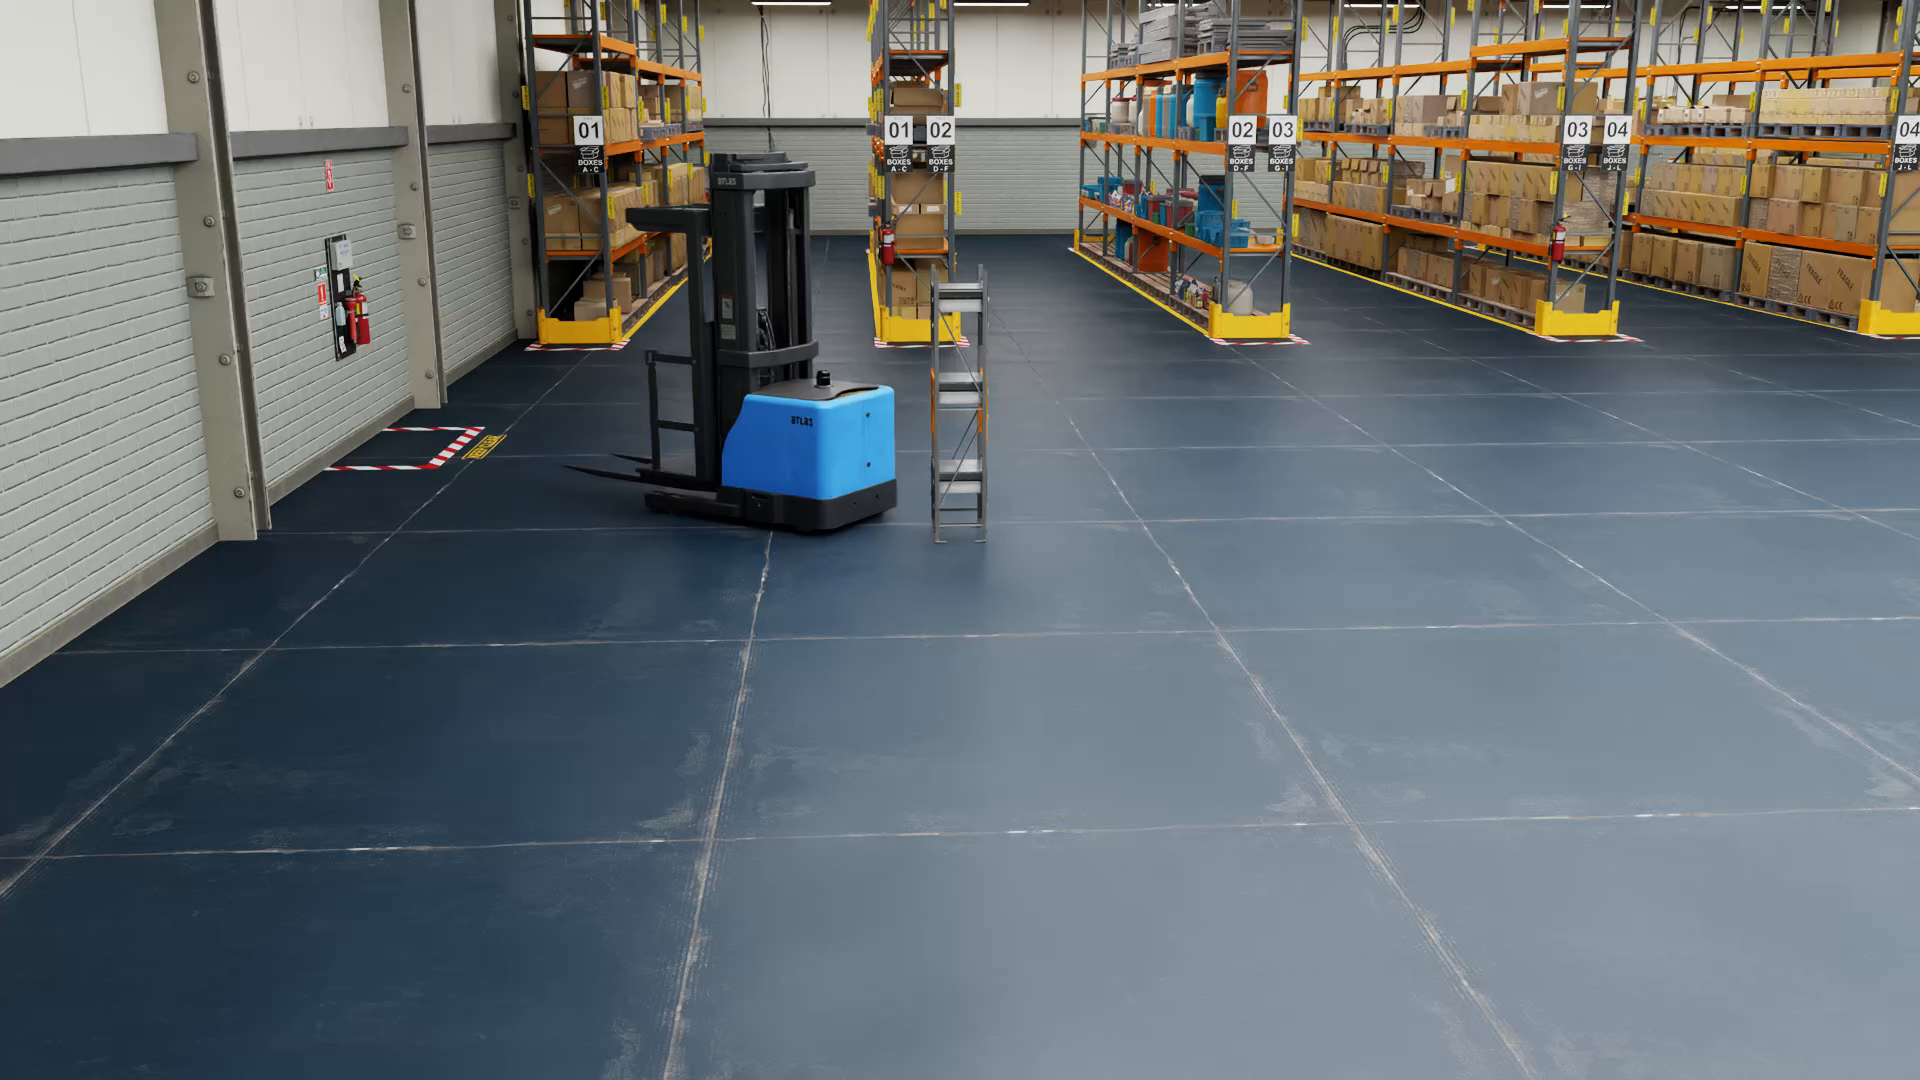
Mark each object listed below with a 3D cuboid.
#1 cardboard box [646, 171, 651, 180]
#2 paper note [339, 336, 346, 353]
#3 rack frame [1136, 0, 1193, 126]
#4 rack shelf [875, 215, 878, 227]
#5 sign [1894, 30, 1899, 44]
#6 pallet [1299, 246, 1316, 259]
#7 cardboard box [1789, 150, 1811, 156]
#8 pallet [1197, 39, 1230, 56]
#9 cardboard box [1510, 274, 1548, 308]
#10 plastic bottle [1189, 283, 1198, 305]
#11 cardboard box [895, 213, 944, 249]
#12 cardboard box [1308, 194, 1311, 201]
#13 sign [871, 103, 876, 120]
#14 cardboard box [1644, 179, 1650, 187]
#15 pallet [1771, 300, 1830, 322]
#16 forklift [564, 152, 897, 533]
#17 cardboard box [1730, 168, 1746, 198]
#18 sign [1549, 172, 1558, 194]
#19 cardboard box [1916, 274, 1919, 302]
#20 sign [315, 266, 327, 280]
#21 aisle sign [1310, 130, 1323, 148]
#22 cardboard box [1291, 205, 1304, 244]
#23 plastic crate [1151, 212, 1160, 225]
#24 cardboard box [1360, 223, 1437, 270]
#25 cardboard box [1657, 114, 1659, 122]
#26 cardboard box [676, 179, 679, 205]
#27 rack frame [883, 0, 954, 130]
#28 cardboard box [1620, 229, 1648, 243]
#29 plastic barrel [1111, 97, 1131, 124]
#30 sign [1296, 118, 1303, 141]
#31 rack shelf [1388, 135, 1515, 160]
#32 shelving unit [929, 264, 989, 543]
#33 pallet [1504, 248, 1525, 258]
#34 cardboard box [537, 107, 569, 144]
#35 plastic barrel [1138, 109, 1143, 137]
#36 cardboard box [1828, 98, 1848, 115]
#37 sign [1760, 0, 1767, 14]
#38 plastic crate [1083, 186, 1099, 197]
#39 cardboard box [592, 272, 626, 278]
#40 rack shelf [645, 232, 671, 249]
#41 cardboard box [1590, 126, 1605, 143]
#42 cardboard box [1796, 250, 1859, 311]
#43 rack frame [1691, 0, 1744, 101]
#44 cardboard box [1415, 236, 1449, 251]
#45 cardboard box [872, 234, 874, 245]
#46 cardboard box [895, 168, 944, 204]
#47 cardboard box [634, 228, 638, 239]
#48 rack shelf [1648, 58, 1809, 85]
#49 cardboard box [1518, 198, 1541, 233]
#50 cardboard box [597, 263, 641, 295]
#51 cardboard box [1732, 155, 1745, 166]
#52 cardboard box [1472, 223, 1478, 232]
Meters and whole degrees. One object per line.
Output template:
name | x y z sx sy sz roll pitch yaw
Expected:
cardboard box | -5.971 -6.803 31.063 0.380 0.149 0.250 -3 15 -11
paper note | -6.005 -1.905 16.178 0.016 0.148 0.142 -1 14 -3
rack frame | 3.865 -9.371 31.389 1.000 3.000 0.127 -1 14 -3
rack shelf | -1.203 -6.539 33.866 1.077 0.370 4.000 -1 14 -3
sign | 22.616 -12.150 40.157 0.100 0.325 0.005 -1 14 -3
pallet | 8.513 -6.681 38.570 1.003 0.211 1.213 -1 14 -3
cardboard box | 18.691 -8.619 36.998 0.380 0.149 0.250 -1 14 -4
pallet | 4.271 -7.583 25.619 1.003 0.211 1.213 -1 14 -3
cardboard box | 9.191 -4.005 26.747 0.500 0.500 0.500 0 14 2
plastic bottle | 3.798 -3.995 26.967 0.144 0.351 0.185 0 14 -1
cardboard box | -0.599 -4.565 24.550 0.700 0.500 0.500 -1 14 -3
cardboard box | 8.135 -7.806 37.849 0.380 0.149 0.250 -1 14 -4
sign | -1.621 -8.086 31.375 0.100 0.325 0.005 -1 14 -3
cardboard box | 13.911 -7.148 33.257 0.380 0.149 0.250 -1 14 -5
pallet | 14.061 -3.754 27.193 1.003 0.211 1.213 -1 14 -3
forklift | -2.045 -1.731 13.873 3.031 2.935 1.130 9 17 31
cardboard box | 13.977 -6.255 29.110 0.700 0.500 0.500 -1 14 -4
sign | 8.749 -5.263 24.504 0.100 0.325 0.005 -1 14 -3
cardboard box | 16.493 -4.193 28.039 0.797 0.637 0.503 -1 14 -3
sign | -6.007 -2.513 15.638 0.001 0.109 0.331 -1 14 -3
aisle sign | 8.608 -9.813 39.930 0.394 0.787 0.004 -1 14 -3
cardboard box | 8.433 -7.548 39.765 0.875 0.875 0.875 -1 14 -3
plastic crate | 3.723 -5.797 29.963 0.450 0.188 0.662 -1 14 -3
cardboard box | 8.787 -5.889 33.315 1.225 0.875 0.875 -2 15 -6
cardboard box | 13.626 -8.091 31.894 0.380 0.149 0.250 -1 15 -6
cardboard box | -5.850 -6.894 32.962 0.500 0.500 0.500 -1 14 -4
rack frame | -0.583 -7.306 23.363 1.000 3.000 0.127 -1 14 -3
cardboard box | 13.461 -6.116 33.445 0.500 0.250 0.500 -1 14 -5
plastic barrel | 3.400 -9.048 35.036 0.433 0.535 0.433 0 14 0
sign | 4.910 -5.941 24.058 0.100 0.325 0.005 -1 14 -3
rack shelf | 8.933 -7.149 30.217 1.077 0.370 4.000 -1 14 -3
shelving unit | -0.010 -1.058 12.925 0.431 2.100 0.503 -1 14 -3
pallet | 13.362 -6.709 38.677 1.003 0.211 1.213 -1 14 -3
cardboard box | -5.806 -5.934 23.809 0.500 0.500 0.500 0 14 1
plastic barrel | 3.579 -7.891 31.431 0.421 0.512 0.421 0 14 0
cardboard box | 13.891 -6.747 25.869 0.500 0.250 0.500 -1 14 -4
sign | 13.472 -8.984 27.850 0.100 0.325 0.005 -1 14 -3
plastic crate | 3.097 -8.173 38.988 0.416 0.233 0.300 -1 14 -3
cardboard box | -5.671 -4.063 26.932 0.500 0.500 0.500 -2 15 -8
rack shelf | -5.899 -5.467 29.699 1.077 0.370 4.000 -1 14 -3
cardboard box | 9.532 -6.057 24.827 0.500 0.250 0.500 0 14 -2
cardboard box | 14.096 -4.165 26.616 0.875 0.875 0.875 -1 14 -4
rack frame | 18.204 -11.590 40.014 1.000 3.000 0.127 -1 14 -3
cardboard box | 8.923 -5.610 31.439 0.500 0.250 0.500 1 14 3
cardboard box | -1.793 -6.997 38.838 0.500 0.250 0.500 -1 14 -3
cardboard box | -0.603 -5.207 24.440 0.700 0.500 0.500 -1 14 -3
cardboard box | -5.374 -4.893 26.285 0.500 0.250 0.500 -1 14 -4
rack shelf | 13.889 -8.460 30.093 1.077 0.370 4.000 -1 14 -3
cardboard box | 9.147 -5.005 25.661 0.875 0.500 0.500 -1 14 -3
cardboard box | -5.837 -4.503 28.643 0.700 0.500 0.500 0 14 -2
cardboard box | 18.083 -8.589 38.180 0.500 0.500 0.500 -1 14 -3
cardboard box | 8.815 -5.244 27.891 0.380 0.149 0.250 -1 14 -3
